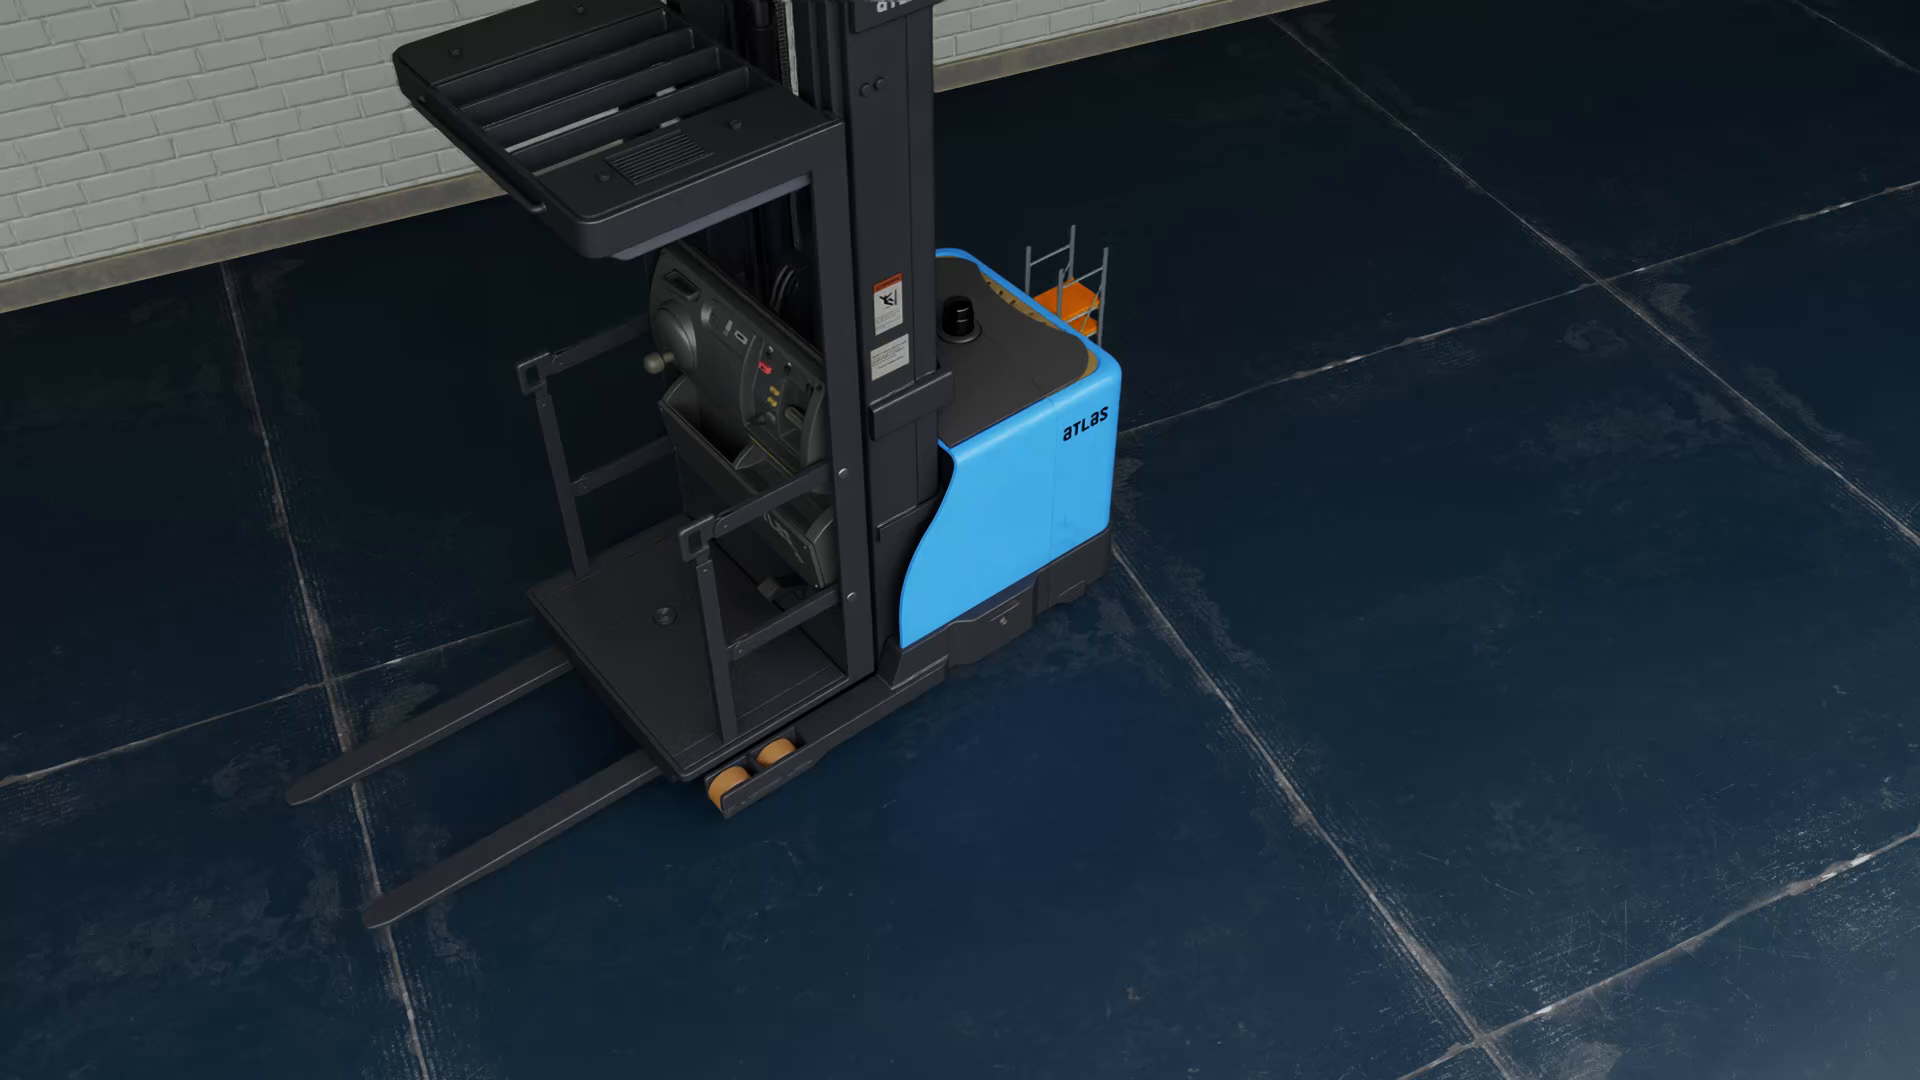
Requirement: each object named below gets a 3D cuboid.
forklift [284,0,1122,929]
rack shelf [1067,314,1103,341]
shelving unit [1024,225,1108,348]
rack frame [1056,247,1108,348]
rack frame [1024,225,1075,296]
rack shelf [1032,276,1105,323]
[{"bbox_3d":[-0.878,-0.515,5.185,3.031,2.935,1.130,-29,52,-26],"label":"forklift"},{"bbox_3d":[0.395,-0.791,6.419,0.258,0.103,0.180,-29,52,-27],"label":"rack shelf"},{"bbox_3d":[0.395,-0.652,6.556,0.258,1.200,0.189,-29,52,-27],"label":"shelving unit"},{"bbox_3d":[0.452,-0.602,6.505,0.240,1.200,0.006,-29,52,-27],"label":"rack frame"},{"bbox_3d":[0.337,-0.702,6.607,0.240,1.200,0.006,-29,52,-27],"label":"rack frame"},{"bbox_3d":[0.395,-0.877,6.335,0.258,0.103,0.180,-29,52,-27],"label":"rack shelf"}]
